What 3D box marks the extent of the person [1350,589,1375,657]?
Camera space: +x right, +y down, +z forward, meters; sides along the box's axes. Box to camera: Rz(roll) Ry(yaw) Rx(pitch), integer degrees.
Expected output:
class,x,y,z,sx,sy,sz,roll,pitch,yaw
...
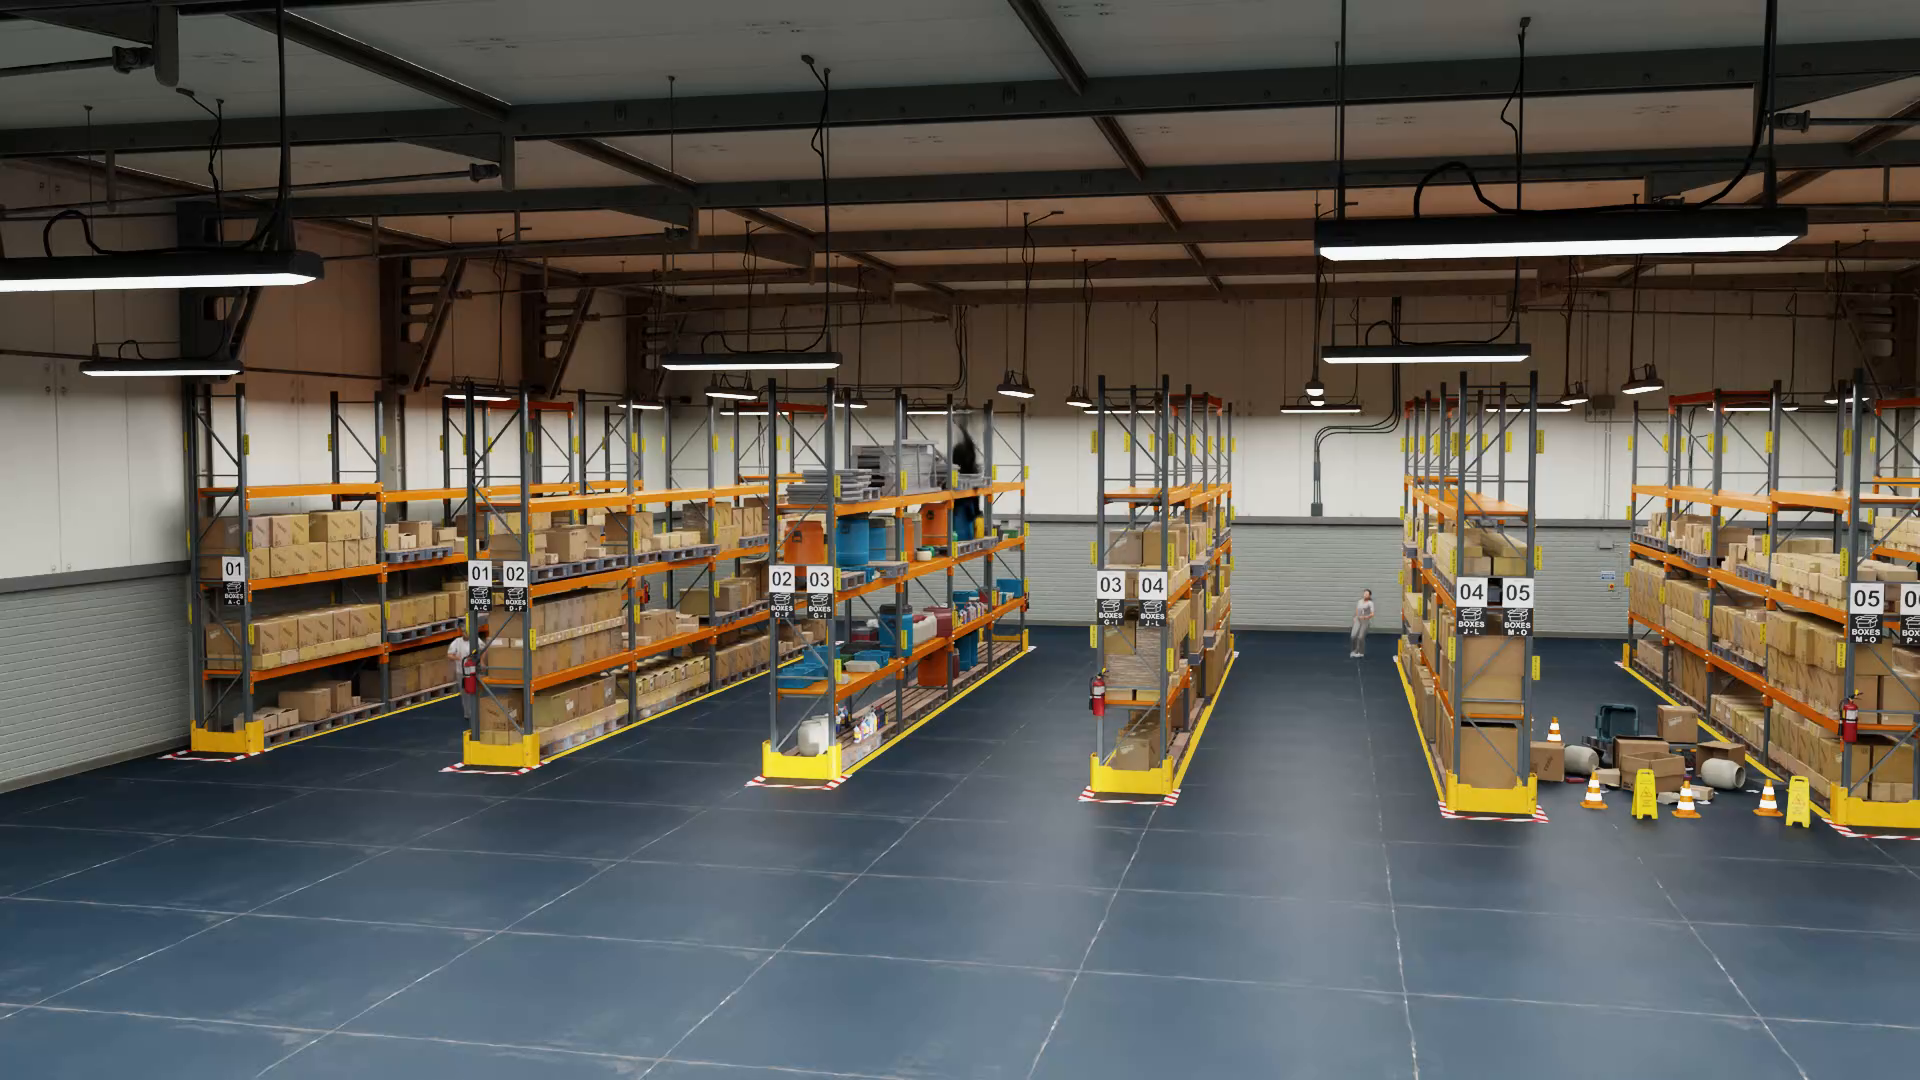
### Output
class,x,y,z,sx,sy,sz,roll,pitch,yaw
person,9.432,1.962,38.964,0.610,1.618,0.573,3,4,40

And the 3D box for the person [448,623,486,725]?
class,x,y,z,sx,sy,sz,roll,pitch,yaw
person,-8.912,2.397,30.046,0.644,1.839,0.826,-1,3,-9

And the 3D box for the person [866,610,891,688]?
class,x,y,z,sx,sy,sz,roll,pitch,yaw
person,-1.625,2.243,34.753,0.656,1.627,0.980,1,3,12

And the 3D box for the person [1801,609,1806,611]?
class,x,y,z,sx,sy,sz,roll,pitch,yaw
person,16.952,2.257,33.472,0.593,1.719,0.759,0,3,1
